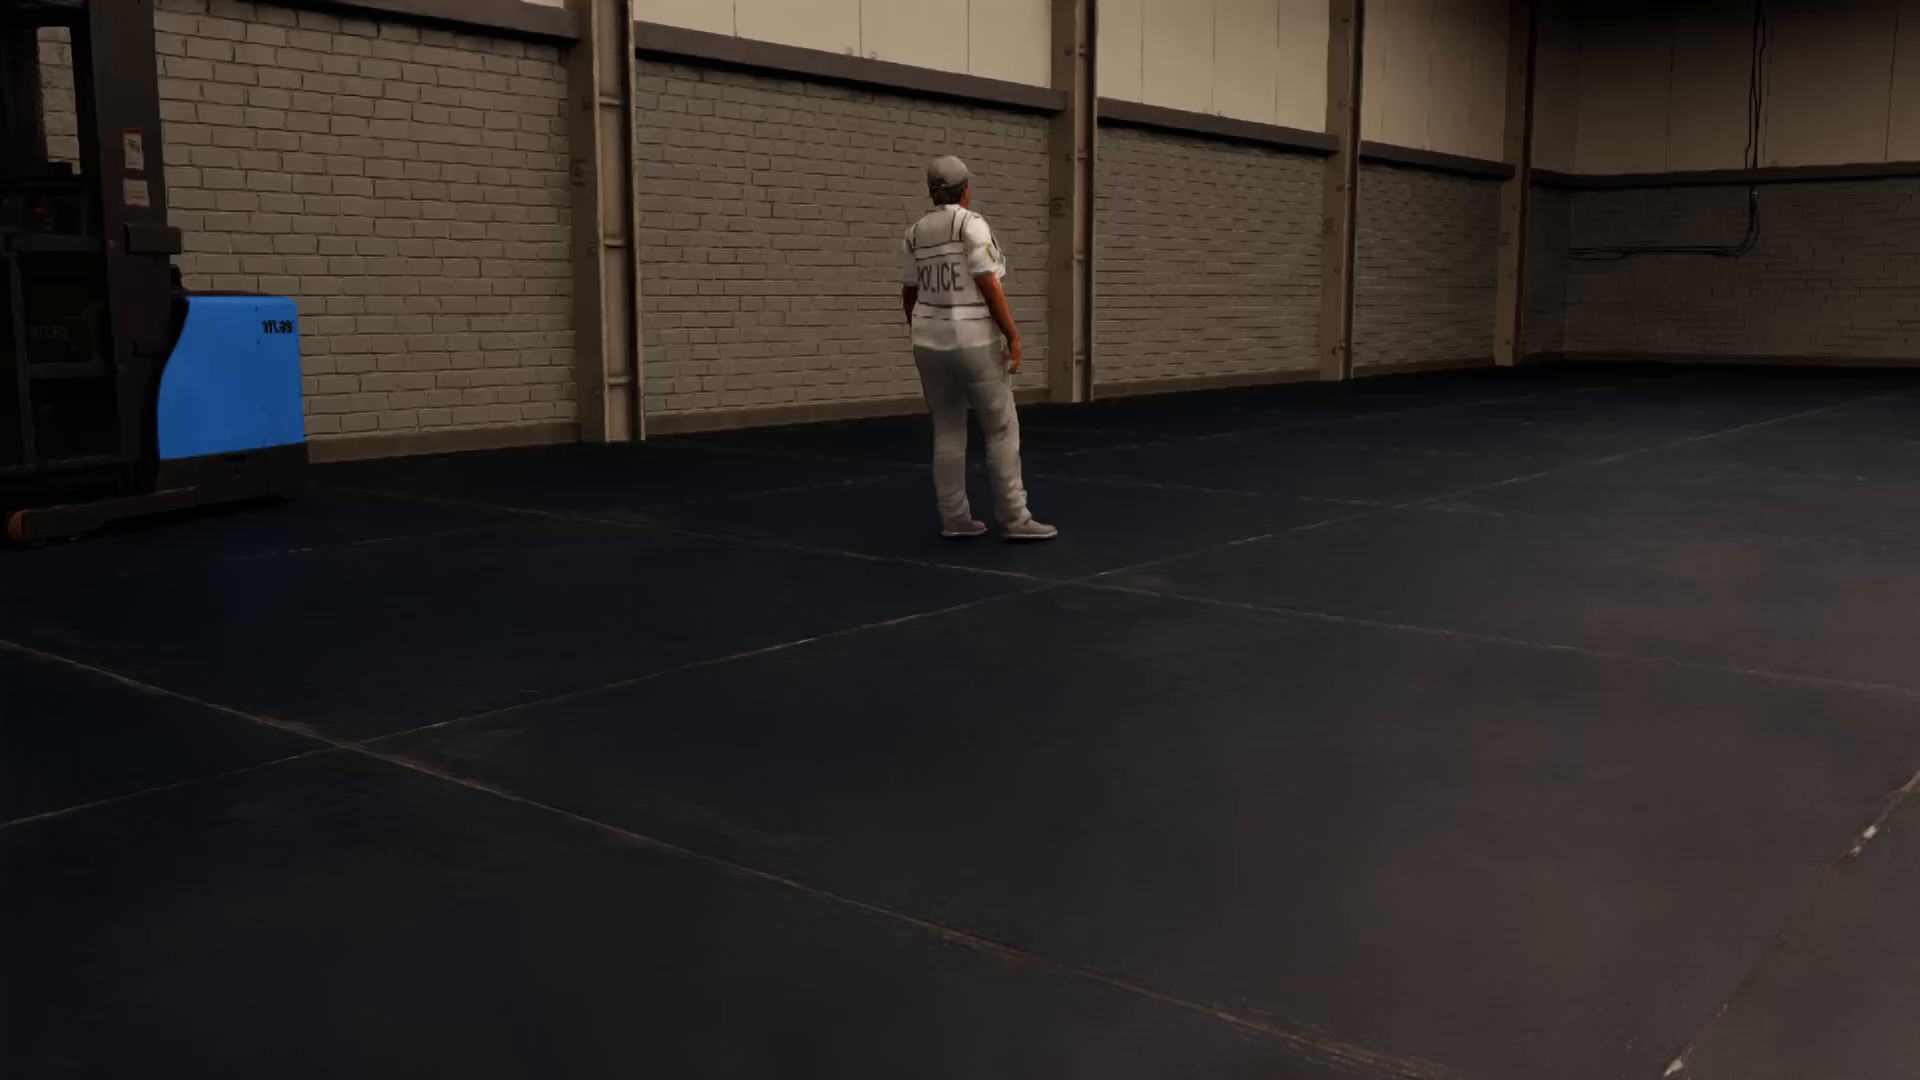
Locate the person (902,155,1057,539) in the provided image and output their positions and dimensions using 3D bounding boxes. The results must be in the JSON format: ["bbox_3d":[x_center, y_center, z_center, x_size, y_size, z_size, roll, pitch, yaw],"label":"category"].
[{"bbox_3d":[0.066,-0.838,7.328,0.598,1.669,0.529,7,11,38],"label":"person"}]

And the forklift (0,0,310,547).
[{"bbox_3d":[-4.406,-1.483,7.419,1.130,2.935,3.031,3,9,19],"label":"forklift"}]
